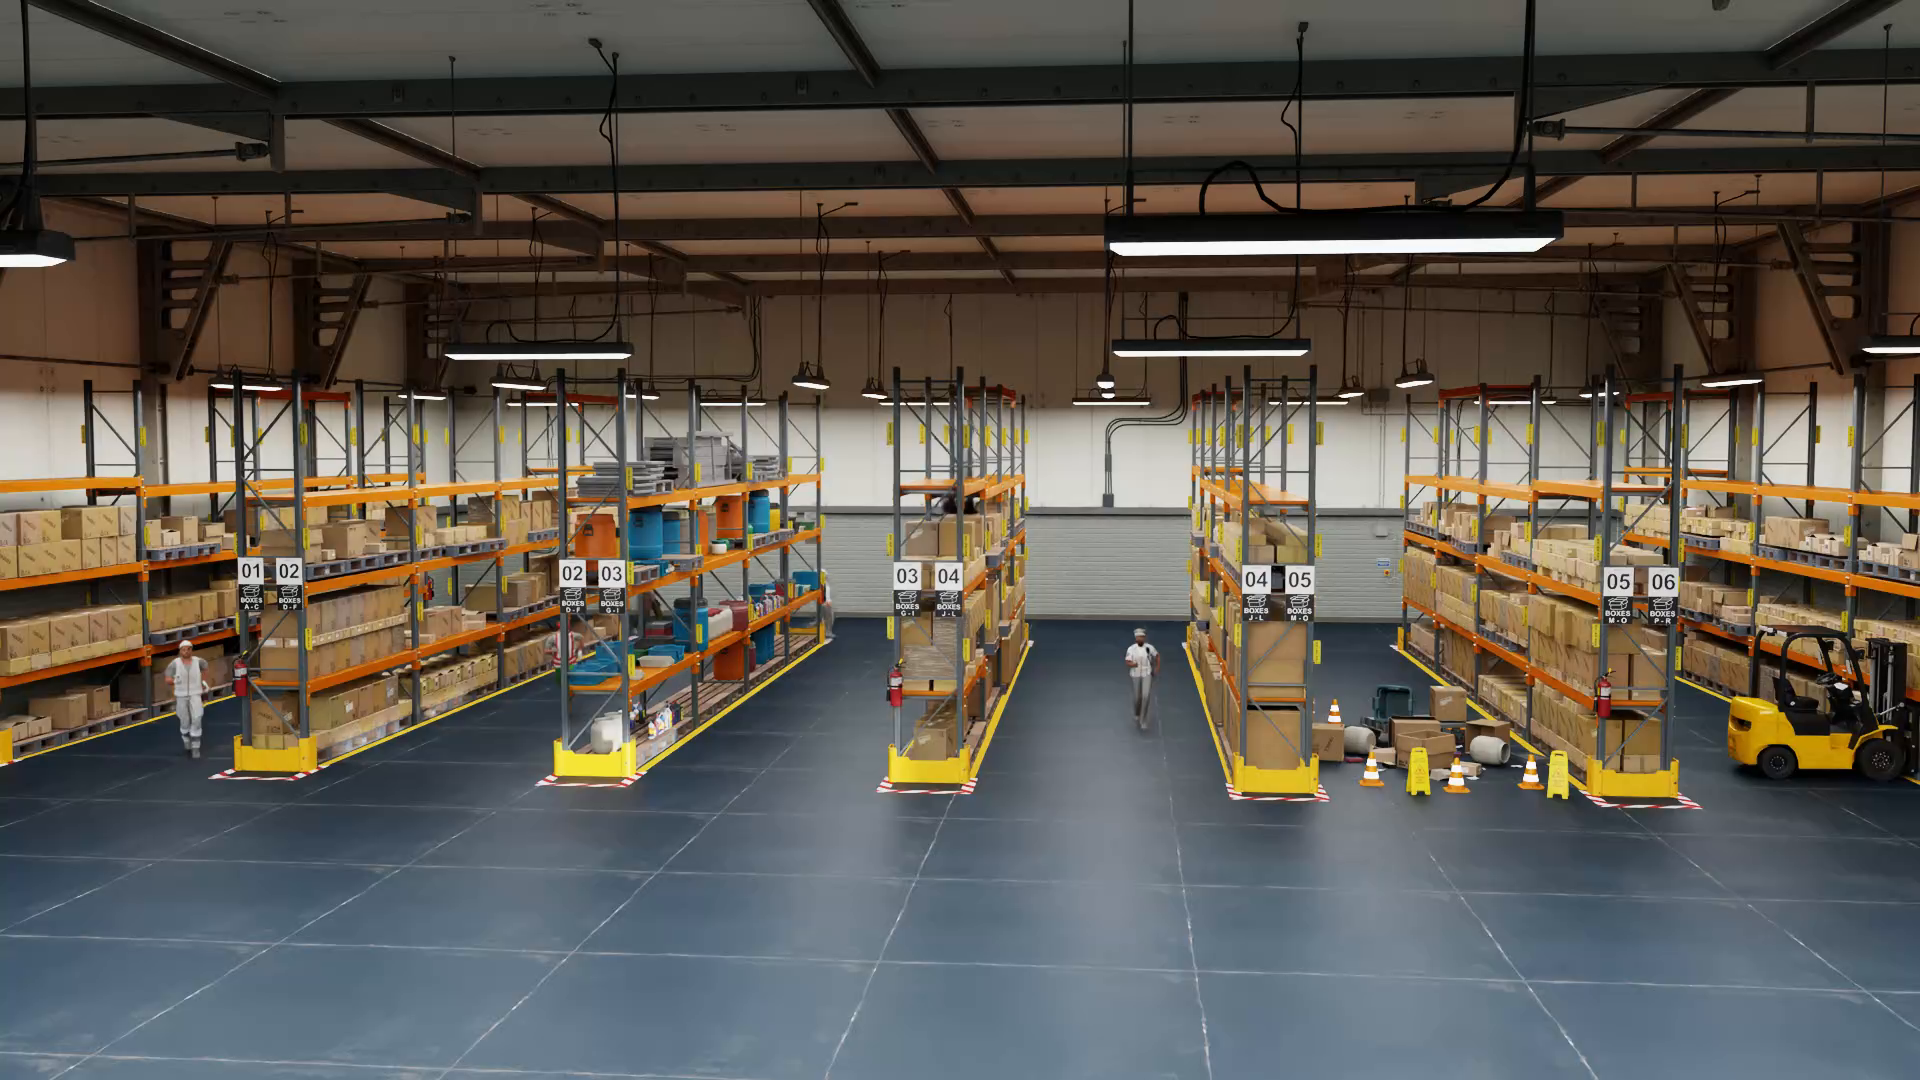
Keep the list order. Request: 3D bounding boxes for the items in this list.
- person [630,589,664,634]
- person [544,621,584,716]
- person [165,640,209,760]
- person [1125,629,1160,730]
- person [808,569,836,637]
[{"bbox_3d":[-7.792,1.519,41.663,0.995,1.759,0.777,2,4,28],"label":"person"},{"bbox_3d":[-7.061,2.283,29.715,0.648,1.773,0.961,0,4,-3],"label":"person"},{"bbox_3d":[-12.106,2.485,26.070,0.637,1.845,0.802,-2,4,-25],"label":"person"},{"bbox_3d":[3.149,2.391,28.766,0.583,1.736,0.765,1,4,11],"label":"person"},{"bbox_3d":[-3.455,1.581,41.365,0.673,1.724,0.690,1,4,9],"label":"person"}]
